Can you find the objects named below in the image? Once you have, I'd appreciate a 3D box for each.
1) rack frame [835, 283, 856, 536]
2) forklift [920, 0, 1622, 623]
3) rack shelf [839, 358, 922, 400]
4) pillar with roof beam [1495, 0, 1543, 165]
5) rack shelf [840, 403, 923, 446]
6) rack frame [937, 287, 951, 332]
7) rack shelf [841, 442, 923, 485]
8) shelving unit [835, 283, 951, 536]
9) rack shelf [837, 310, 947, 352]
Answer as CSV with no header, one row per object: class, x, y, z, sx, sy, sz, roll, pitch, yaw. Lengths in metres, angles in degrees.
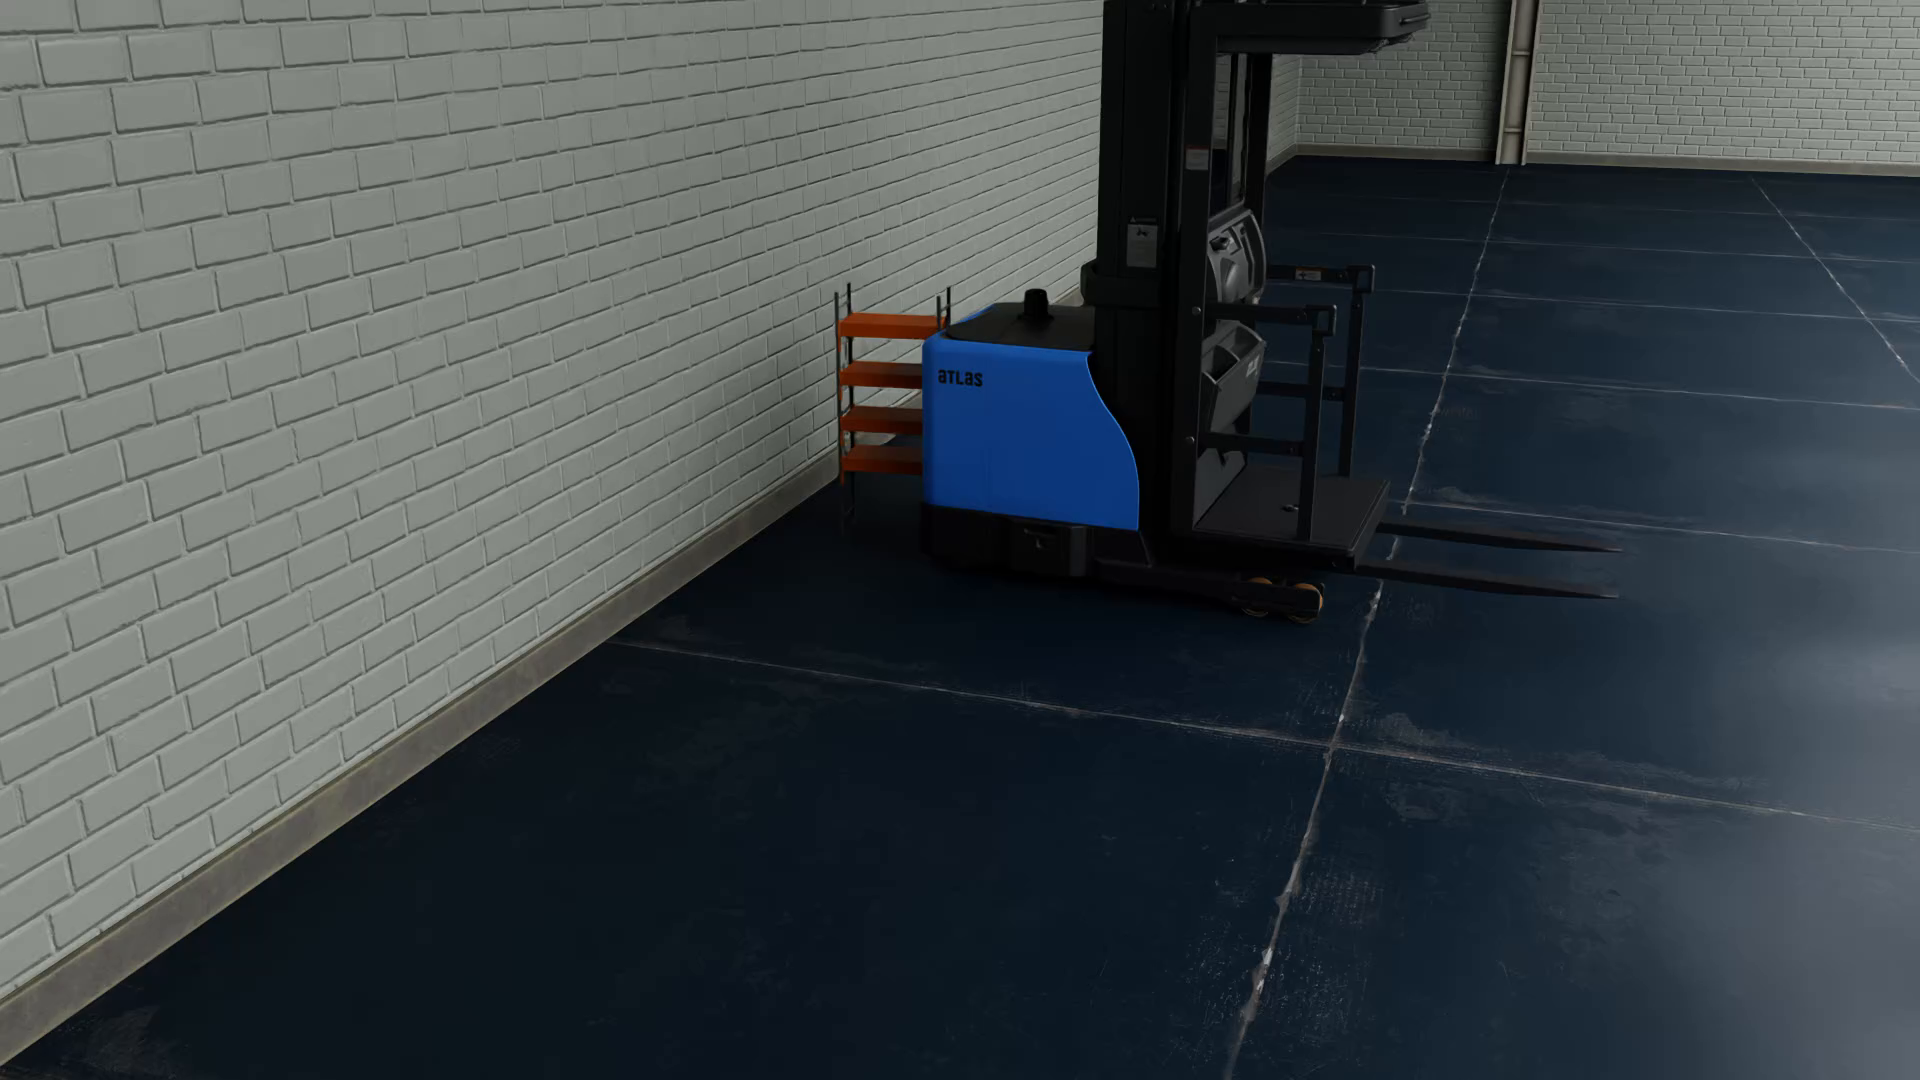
rack frame,-0.553,-0.626,8.050,0.015,1.200,0.240,4,20,11
forklift,1.384,-1.229,7.150,3.031,2.935,1.130,8,21,21
rack shelf,-0.314,-0.758,7.952,0.480,0.148,0.258,4,20,11
pillar with roof beam,6.220,-8.136,17.746,0.400,9.000,9.100,7,20,18
rack shelf,-0.314,-0.546,8.025,0.480,0.148,0.258,4,20,11
rack frame,-0.075,-0.594,7.957,0.015,1.200,0.240,4,20,11
rack shelf,-0.314,-0.359,8.091,0.480,0.148,0.258,4,20,11
shelving unit,-0.314,-0.610,8.003,0.503,1.200,0.258,4,20,11
rack shelf,-0.314,-0.981,7.874,0.480,0.148,0.258,4,20,11
